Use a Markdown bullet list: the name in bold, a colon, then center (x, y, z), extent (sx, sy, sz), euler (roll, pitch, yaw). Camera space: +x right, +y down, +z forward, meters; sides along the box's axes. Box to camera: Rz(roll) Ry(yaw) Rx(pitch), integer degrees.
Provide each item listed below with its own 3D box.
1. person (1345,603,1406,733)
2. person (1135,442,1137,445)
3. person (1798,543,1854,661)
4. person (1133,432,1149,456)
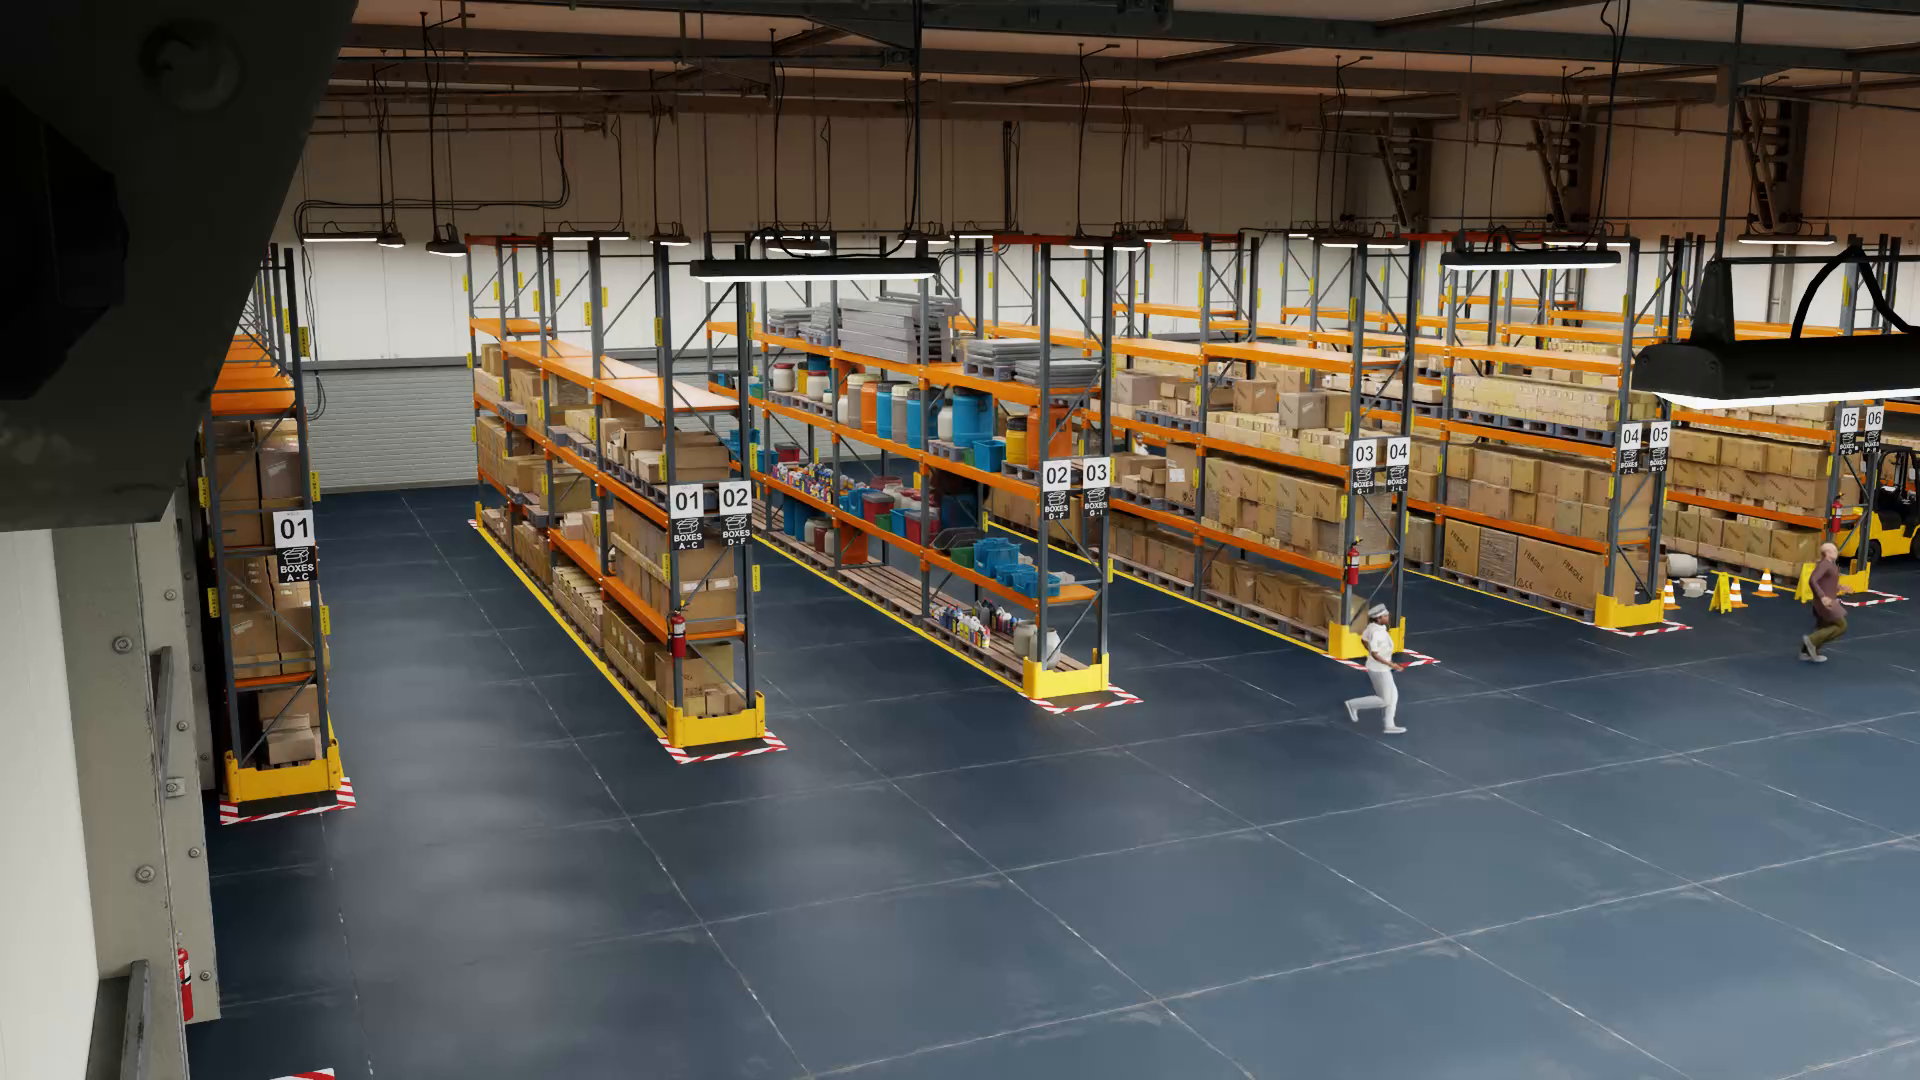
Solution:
- **person**: center (5.179, 1.589, 20.628), extent (0.773, 1.657, 0.593), euler (1, 11, 6)
- **person**: center (4.485, -2.610, 42.174), extent (1.034, 1.624, 0.584), euler (-4, 12, -20)
- **person**: center (12.474, 1.006, 23.893), extent (0.626, 1.533, 0.695), euler (5, 12, 23)
- **person**: center (3.960, -1.524, 36.506), extent (0.621, 1.695, 0.938), euler (-3, 12, -17)
